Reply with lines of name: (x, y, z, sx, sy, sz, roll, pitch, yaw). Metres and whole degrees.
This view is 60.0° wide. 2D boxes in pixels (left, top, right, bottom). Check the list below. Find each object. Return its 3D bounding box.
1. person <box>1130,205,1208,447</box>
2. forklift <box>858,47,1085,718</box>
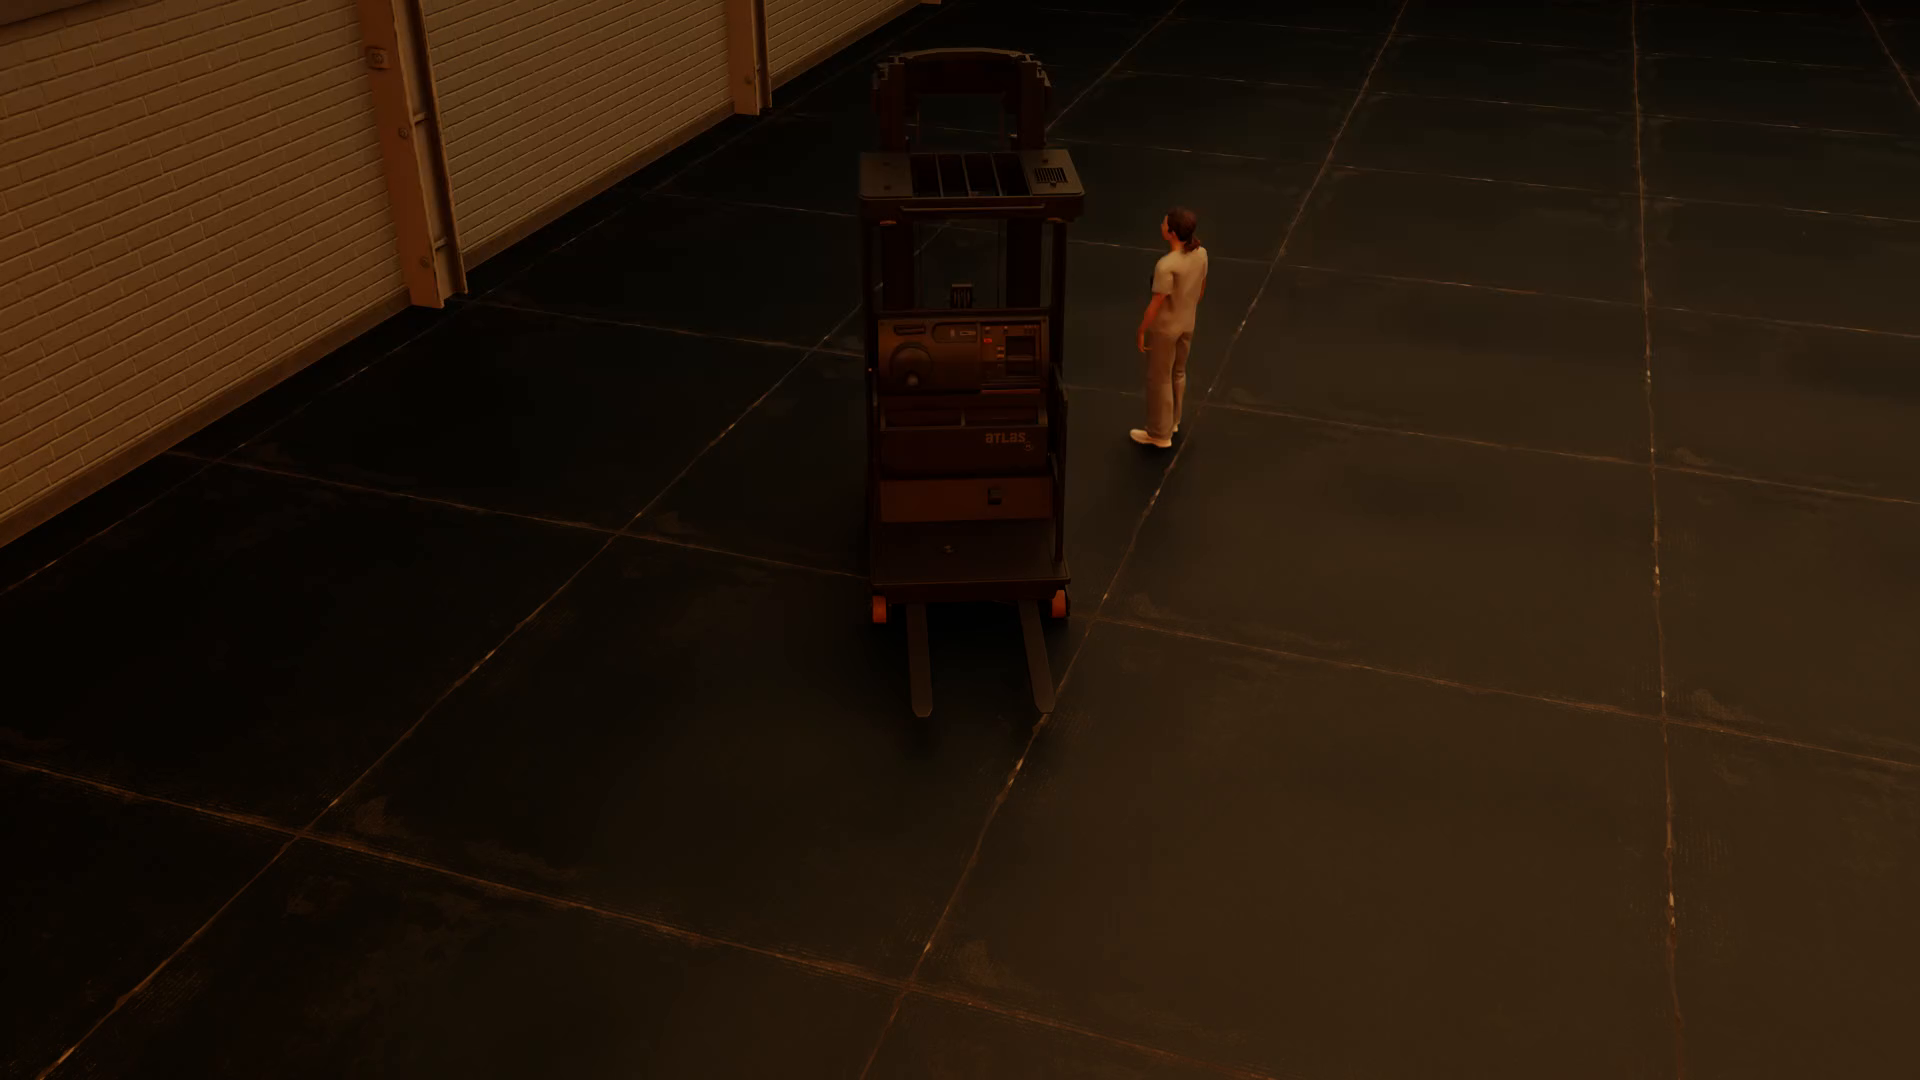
person: (1.320, -1.404, 10.859, 0.557, 1.679, 0.526, -25, 38, -36)
forklift: (0.035, -0.972, 8.842, 1.130, 2.935, 3.031, -2, 30, -3)
